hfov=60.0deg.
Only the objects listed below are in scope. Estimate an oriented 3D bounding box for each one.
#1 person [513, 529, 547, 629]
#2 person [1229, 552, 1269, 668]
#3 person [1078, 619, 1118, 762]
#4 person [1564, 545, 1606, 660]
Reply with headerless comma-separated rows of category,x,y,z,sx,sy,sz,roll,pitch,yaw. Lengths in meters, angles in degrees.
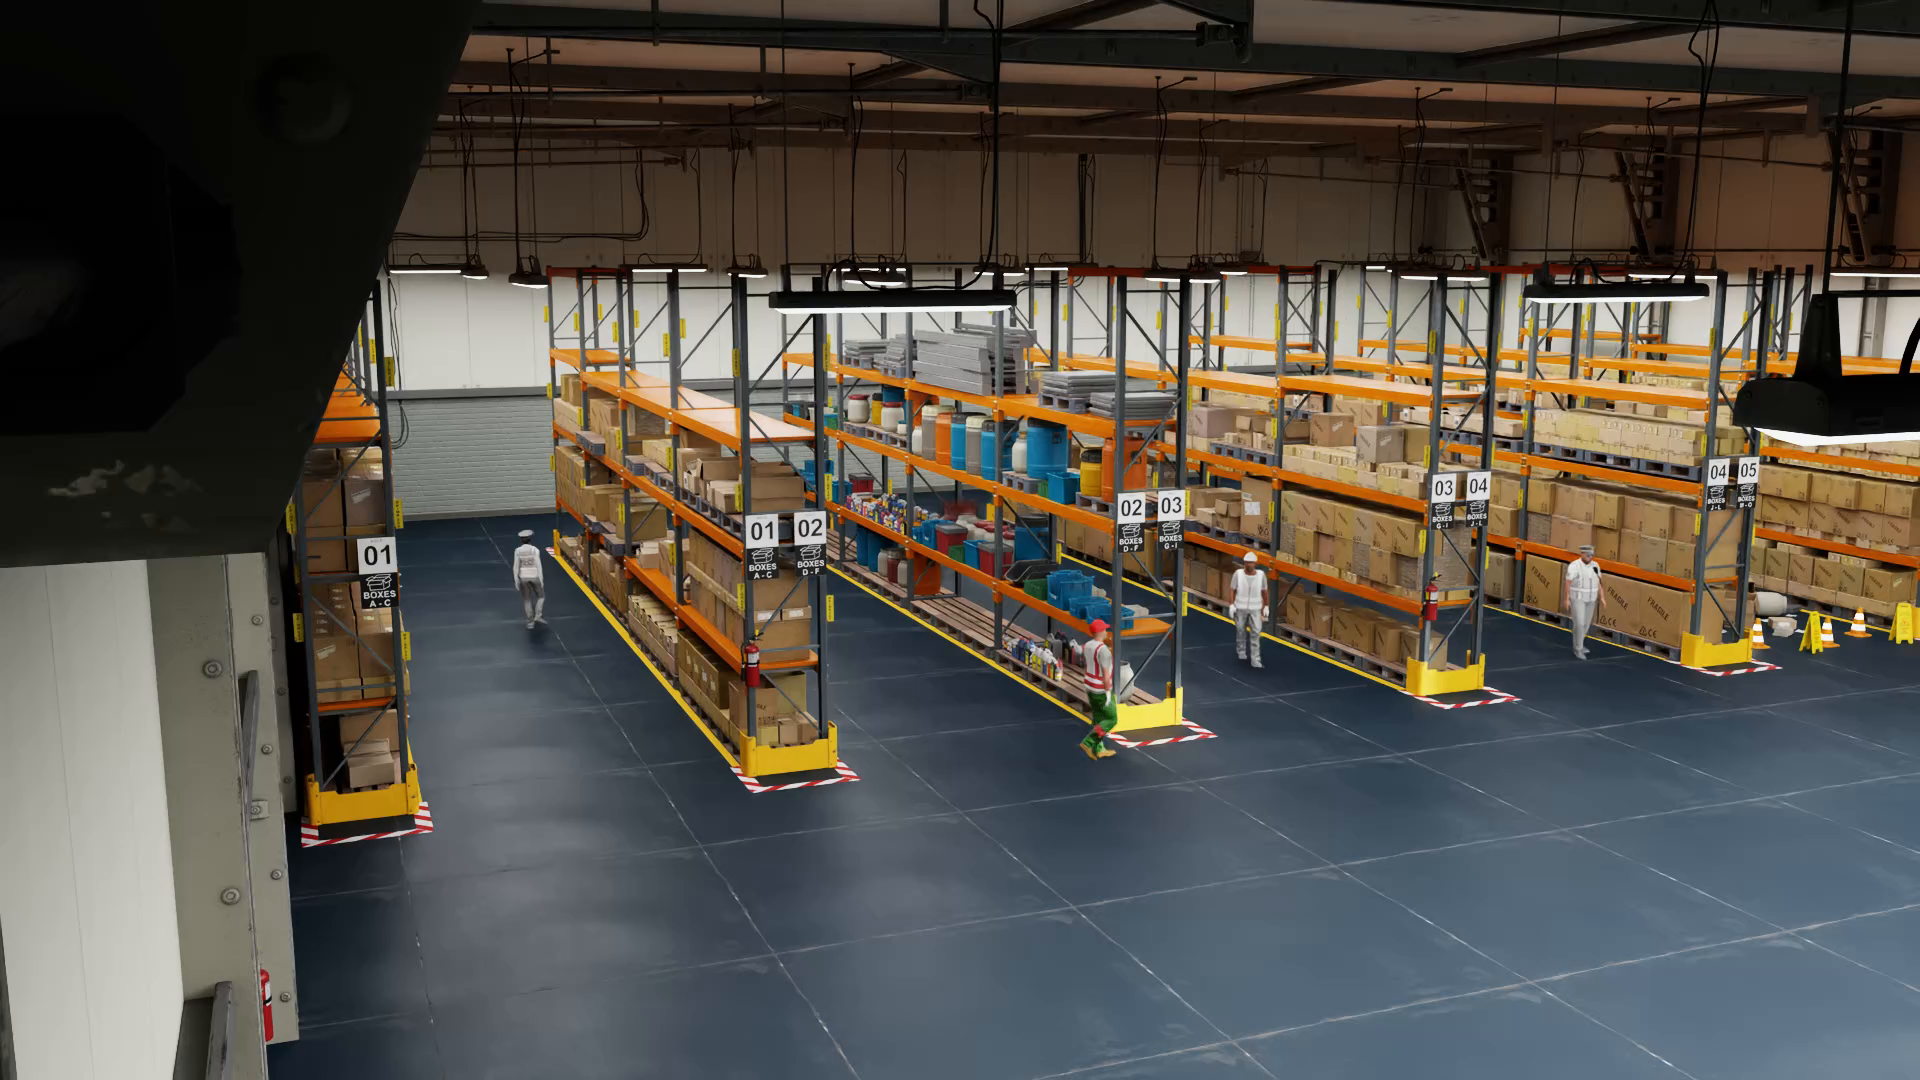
person,-7.236,0.671,27.958,0.531,1.664,0.483,-1,10,-7
person,4.424,1.055,25.468,0.609,1.727,0.991,2,10,11
person,1.700,1.868,20.718,0.617,1.785,0.554,-5,11,-26
person,9.832,0.969,26.162,0.581,1.801,0.572,-3,10,-14
